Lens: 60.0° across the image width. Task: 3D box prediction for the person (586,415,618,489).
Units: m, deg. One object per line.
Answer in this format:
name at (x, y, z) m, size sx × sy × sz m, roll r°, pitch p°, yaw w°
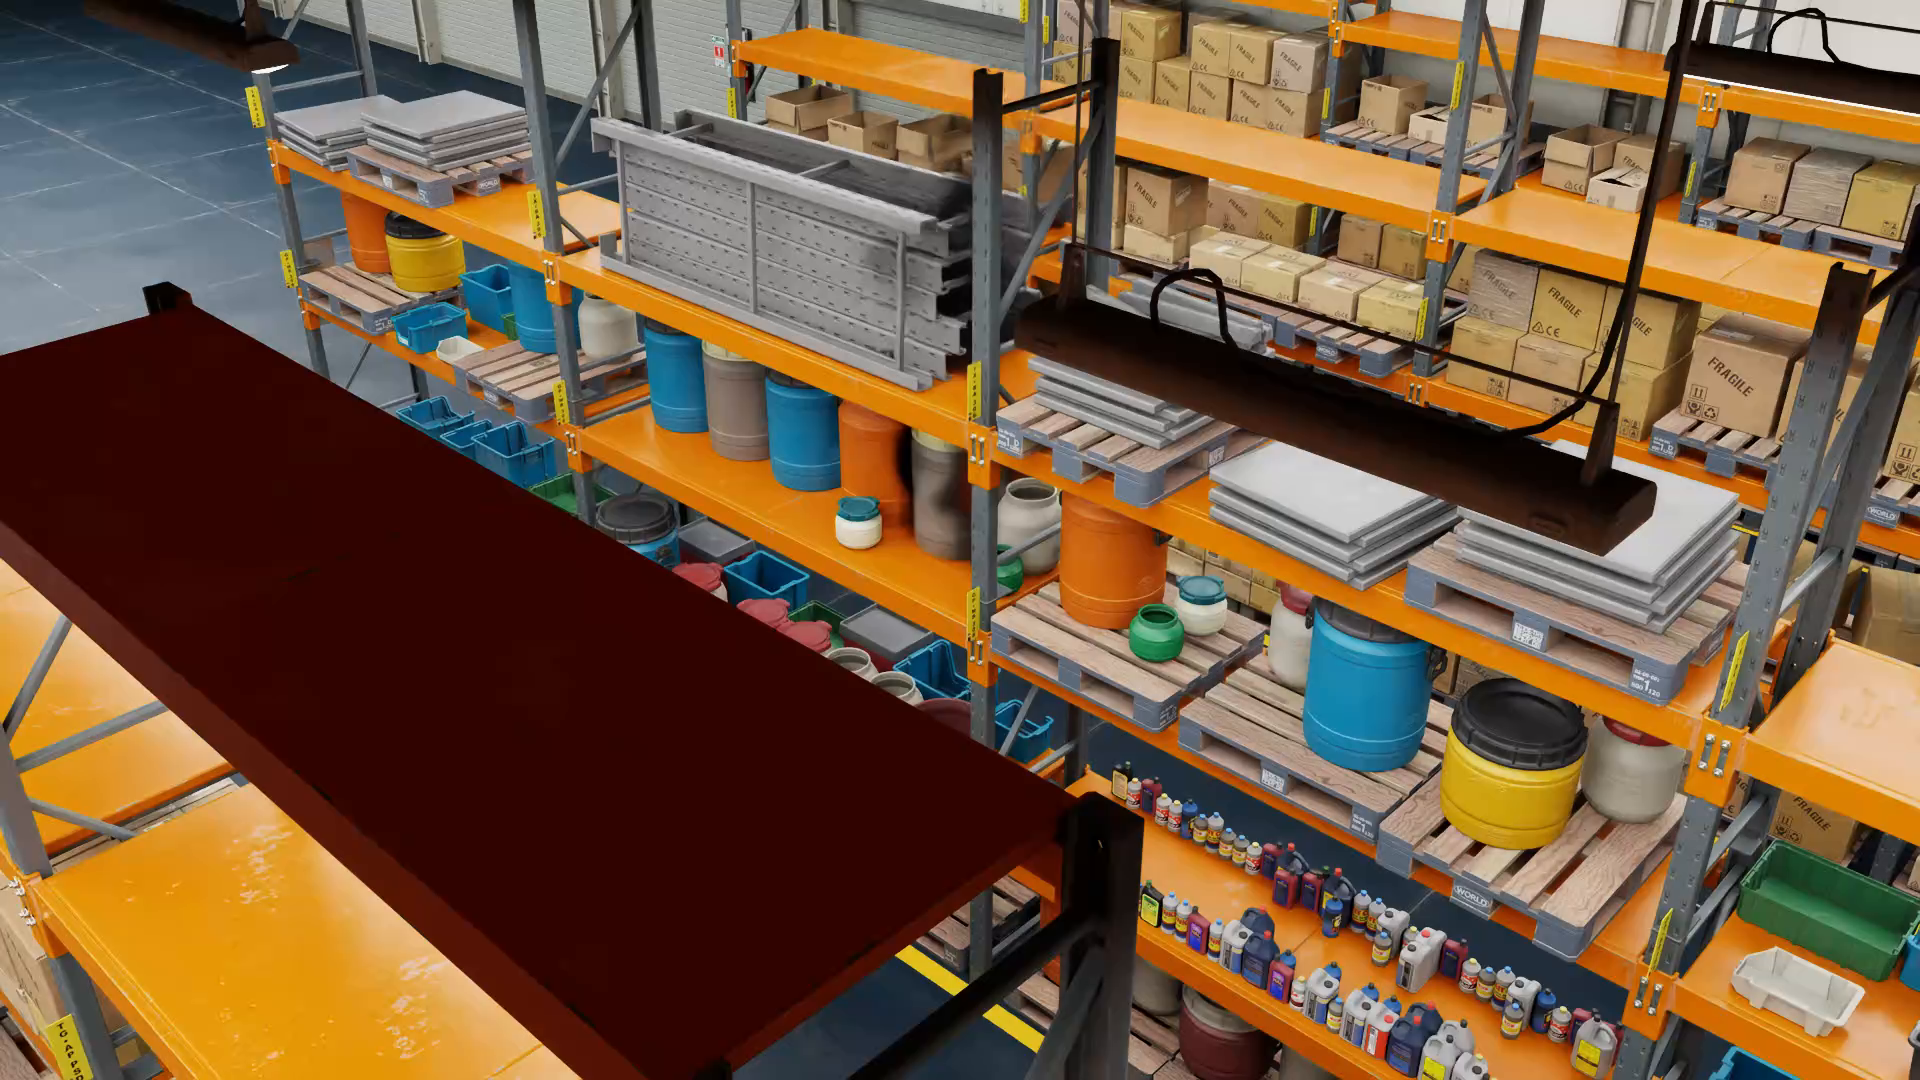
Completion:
person at (-3.461, -0.807, 16.088) m, size 0.638 × 1.565 × 0.571 m, roll 18°, pitch 34°, yaw 28°
